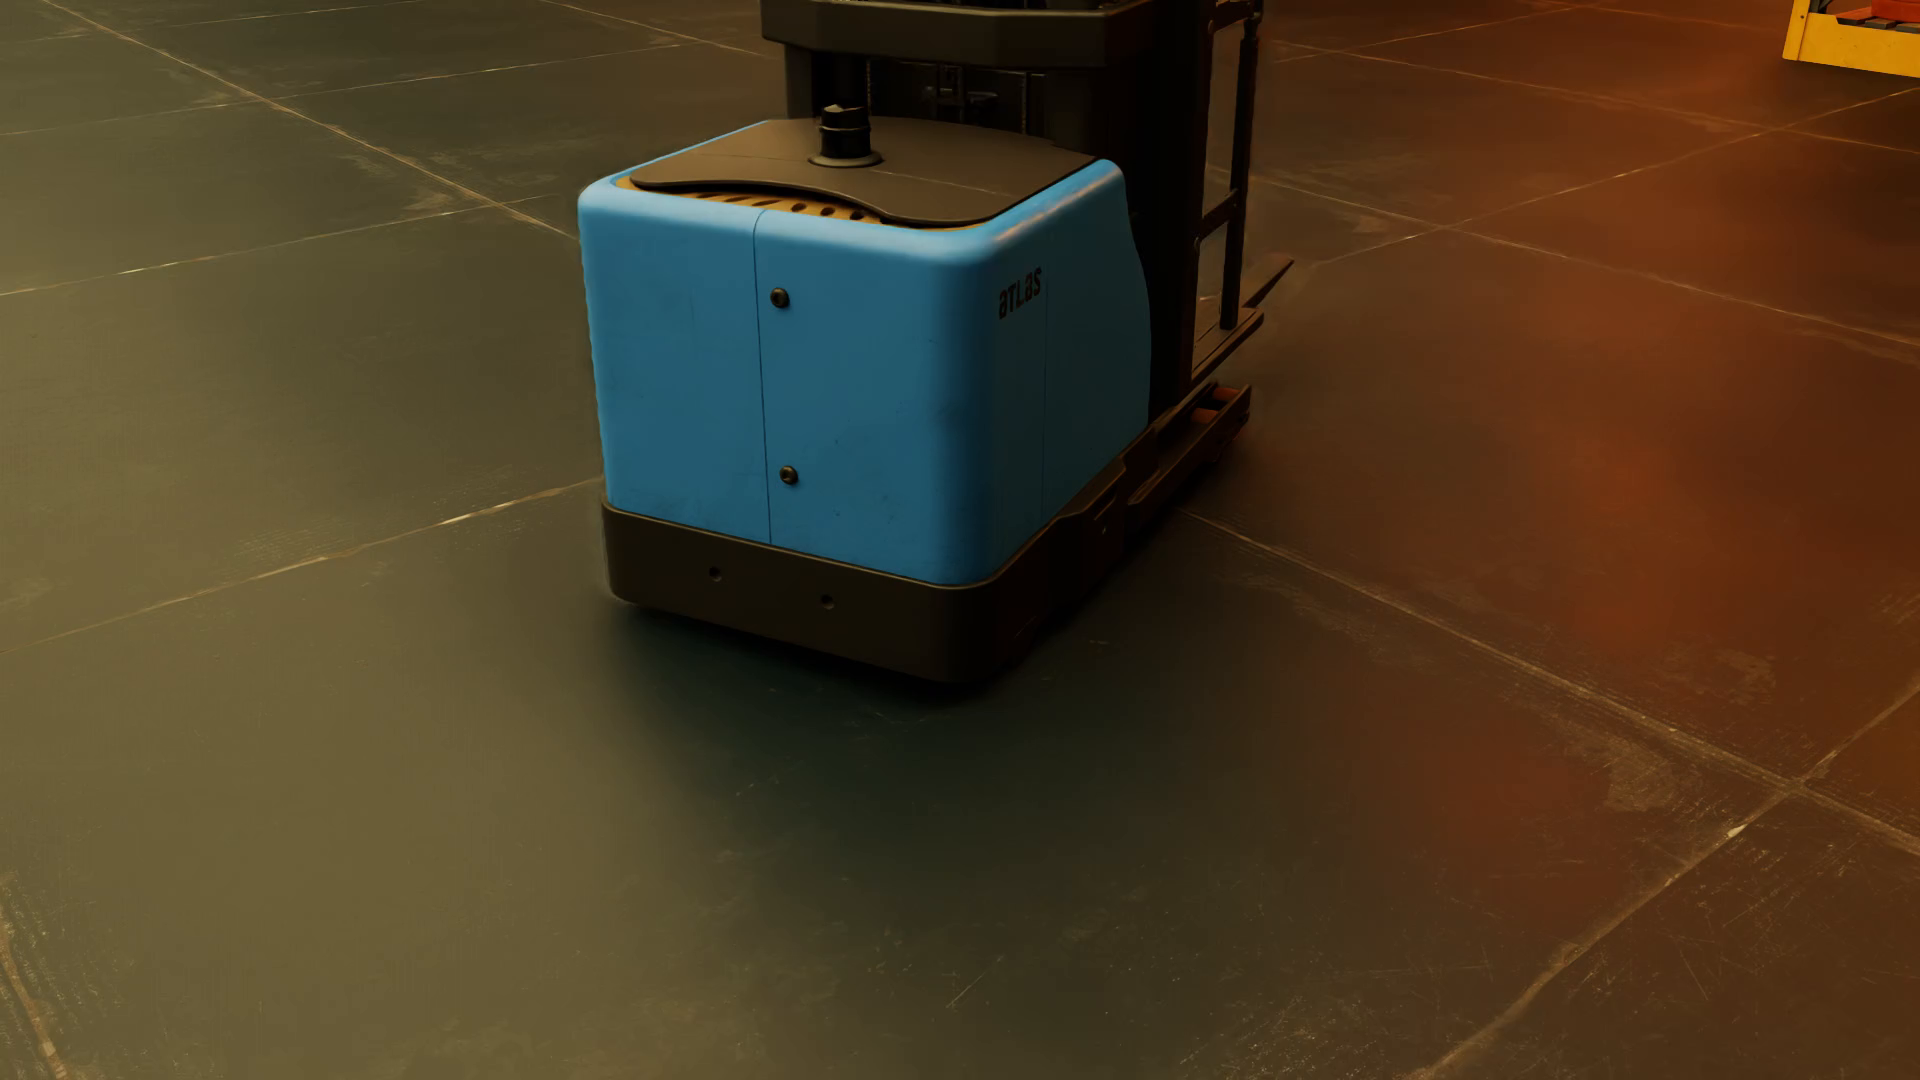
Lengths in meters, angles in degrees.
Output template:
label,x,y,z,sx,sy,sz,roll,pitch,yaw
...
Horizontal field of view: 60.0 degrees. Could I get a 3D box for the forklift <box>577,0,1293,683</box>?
label,x,y,z,sx,sy,sz,roll,pitch,yaw
forklift,0.242,-1.619,4.466,1.130,2.935,3.031,12,29,24
